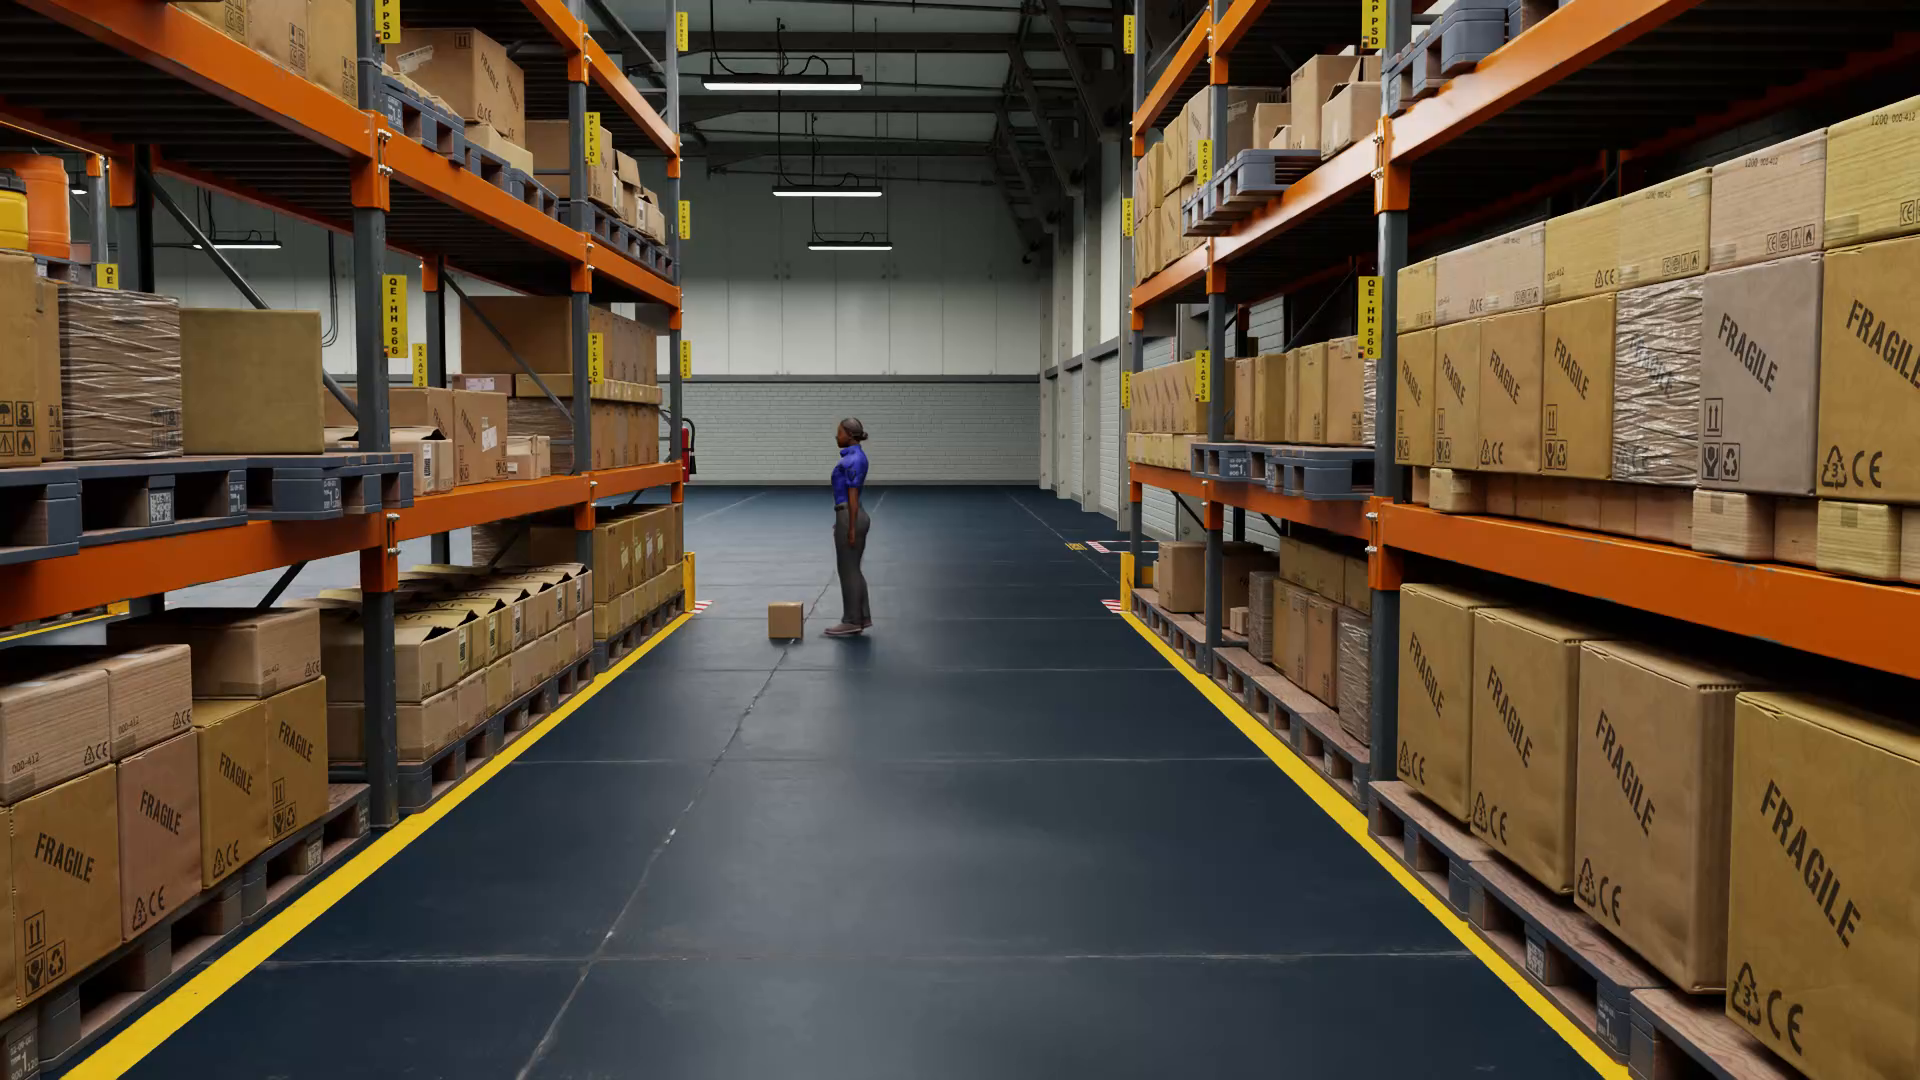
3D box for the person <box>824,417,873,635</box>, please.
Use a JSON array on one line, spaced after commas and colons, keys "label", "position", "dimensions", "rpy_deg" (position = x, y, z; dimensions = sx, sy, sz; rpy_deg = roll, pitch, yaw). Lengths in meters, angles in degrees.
[{"label": "person", "position": [-0.864, -0.105, 12.816], "dimensions": [0.356, 1.683, 0.506], "rpy_deg": [0, 4, 4]}]
